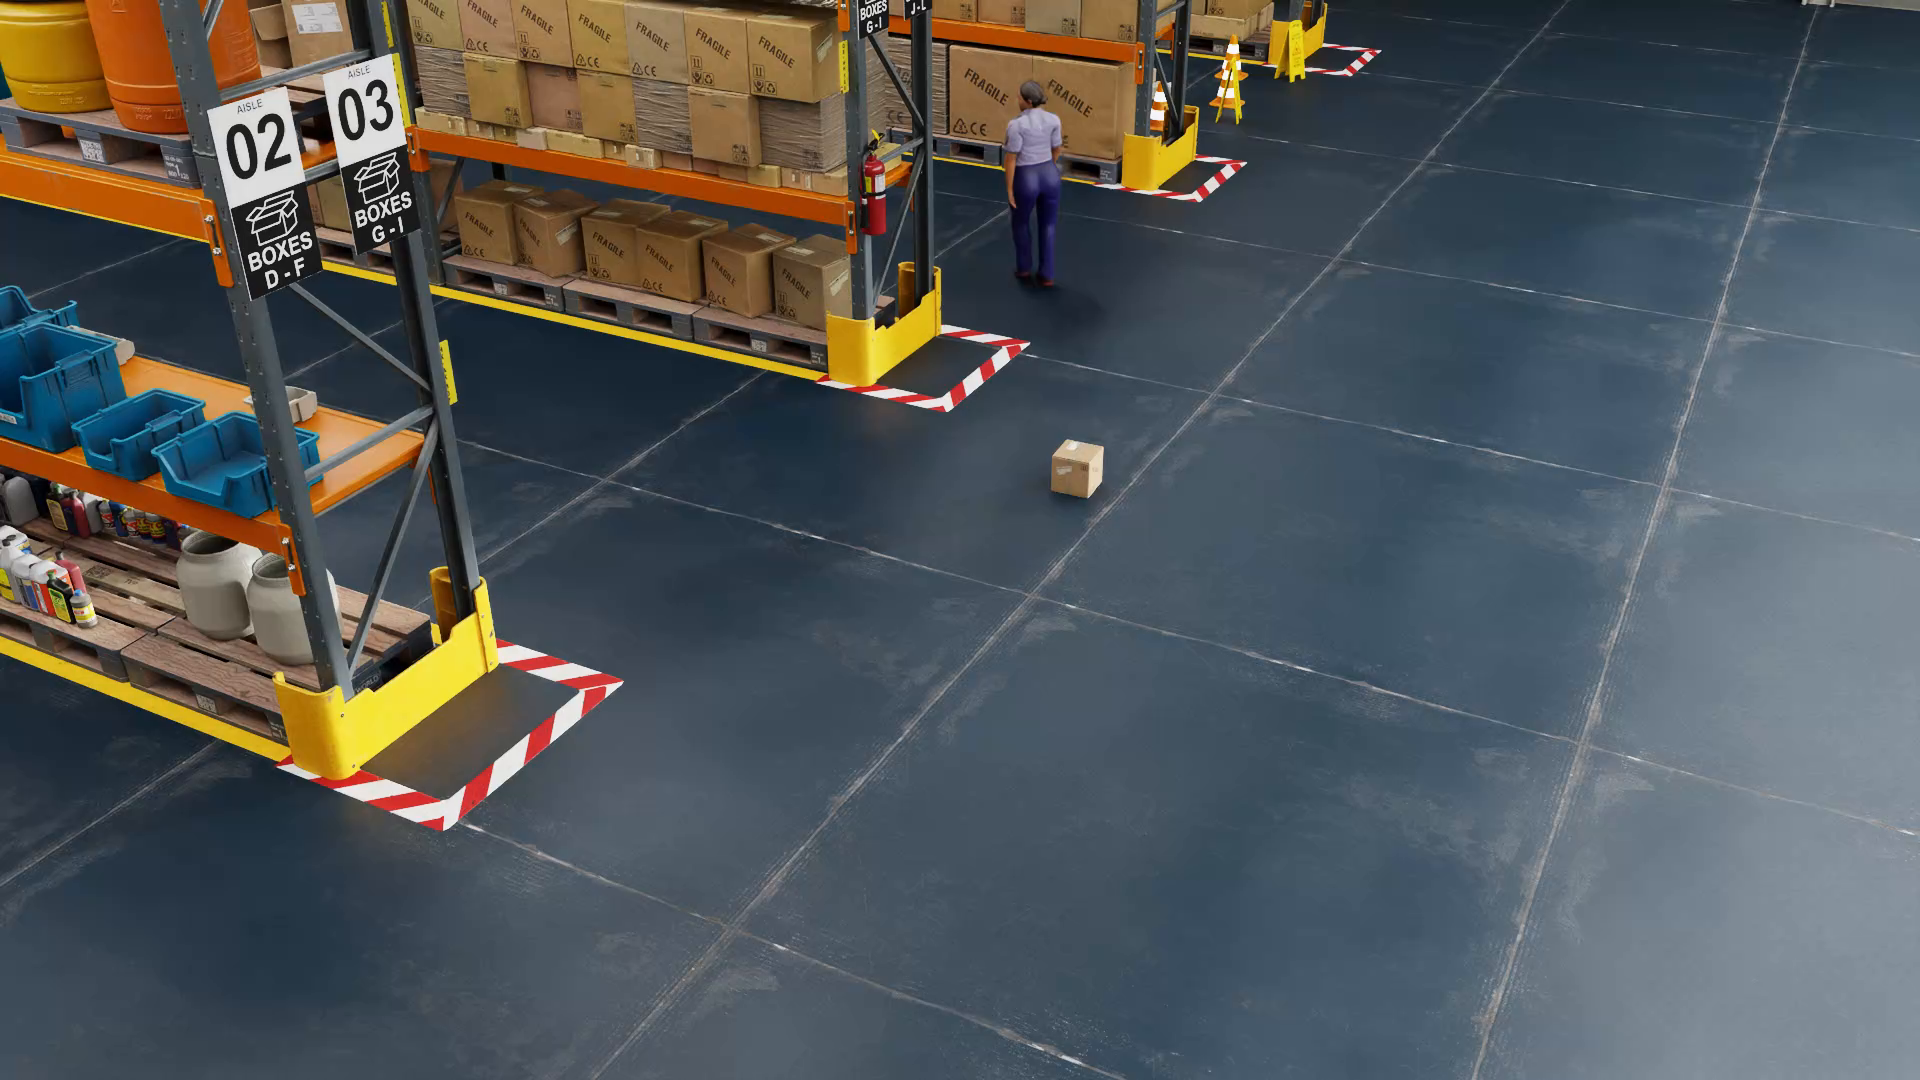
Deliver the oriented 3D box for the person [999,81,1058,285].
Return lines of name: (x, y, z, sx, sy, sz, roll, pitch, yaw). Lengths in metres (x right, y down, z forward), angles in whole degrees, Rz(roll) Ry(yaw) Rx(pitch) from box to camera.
person: (0.506, -2.816, 13.132, 0.509, 1.664, 0.579, -9, 31, -15)
